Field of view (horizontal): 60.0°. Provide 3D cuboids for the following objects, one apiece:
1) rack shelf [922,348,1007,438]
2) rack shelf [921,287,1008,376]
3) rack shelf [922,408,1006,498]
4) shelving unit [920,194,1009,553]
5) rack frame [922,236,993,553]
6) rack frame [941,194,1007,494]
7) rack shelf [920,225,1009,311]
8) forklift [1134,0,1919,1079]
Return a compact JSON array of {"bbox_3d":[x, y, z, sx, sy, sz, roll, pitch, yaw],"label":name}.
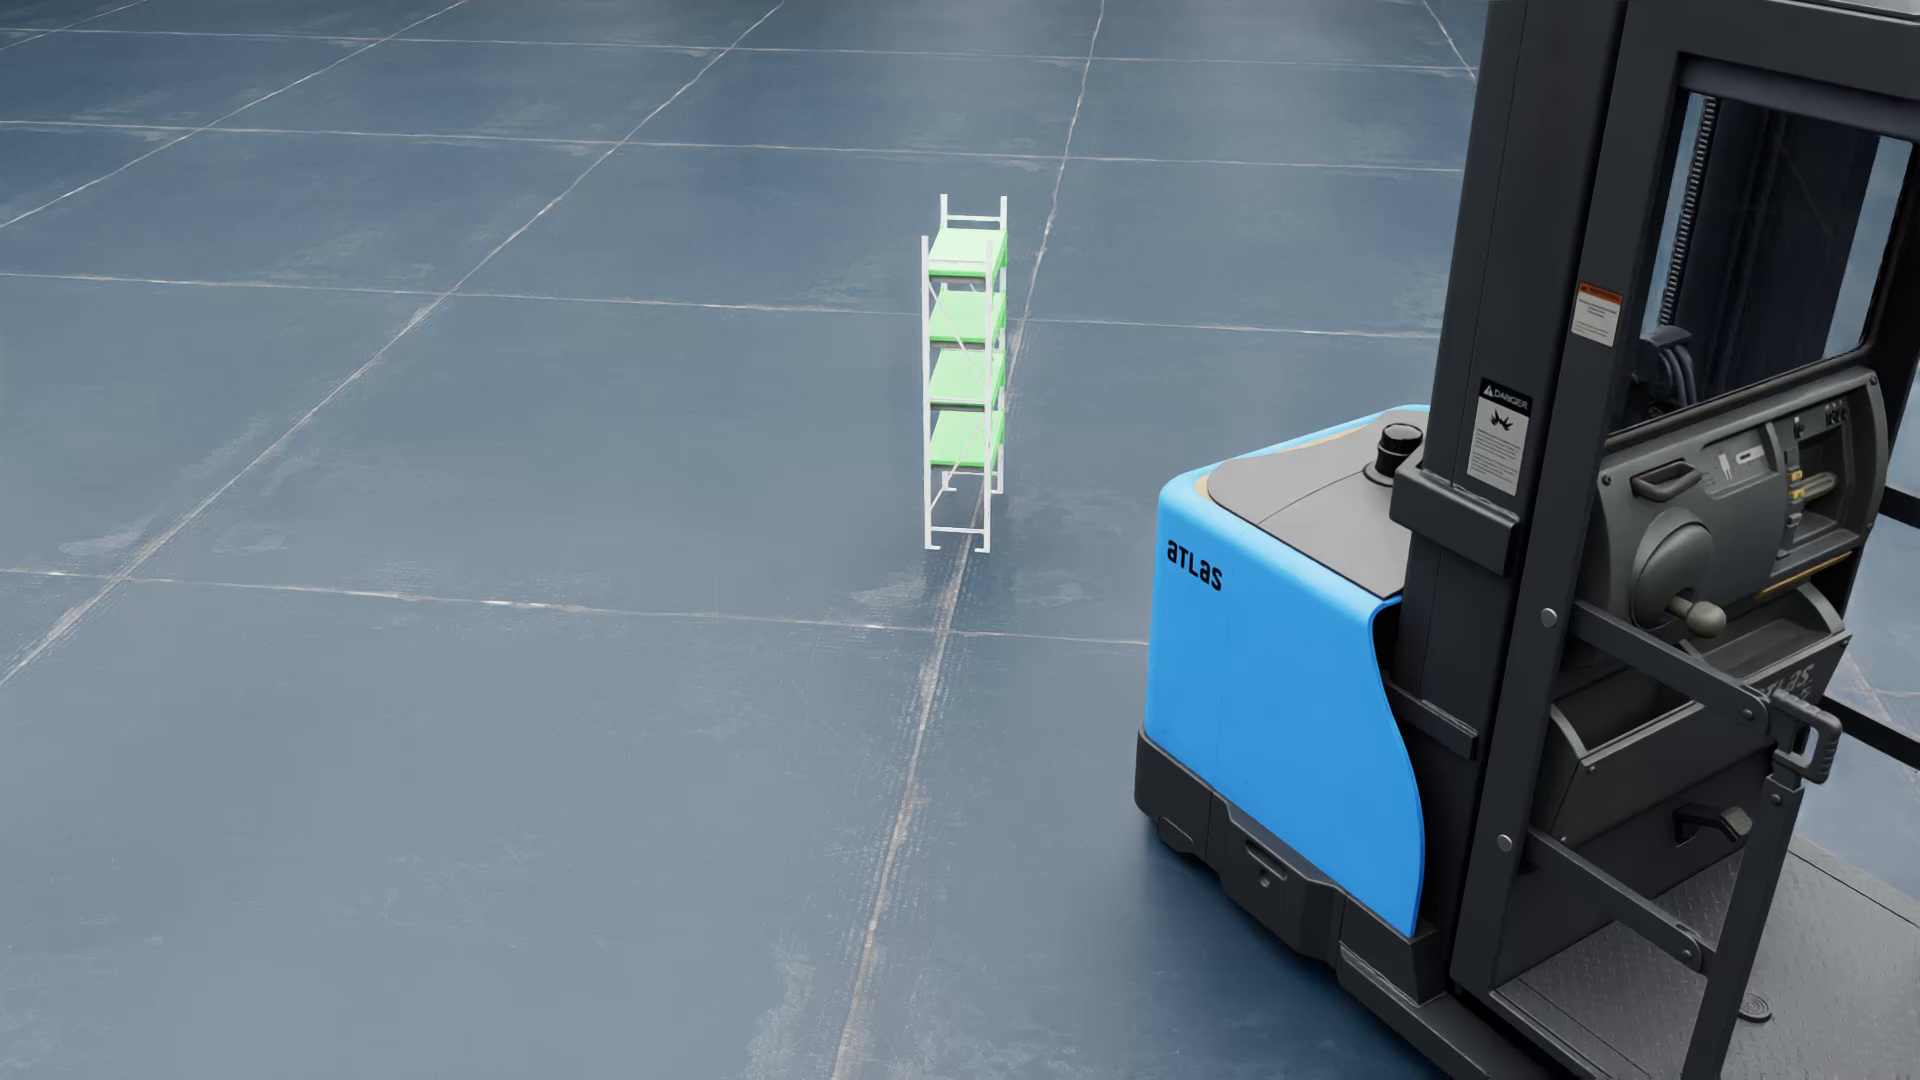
[{"bbox_3d":[0.020,-0.550,6.140,0.258,0.148,0.480,3,28,6],"label":"rack shelf"},{"bbox_3d":[0.020,-0.761,6.027,0.258,0.148,0.480,3,28,6],"label":"rack shelf"},{"bbox_3d":[0.020,-0.339,6.254,0.258,0.148,0.480,3,28,6],"label":"rack shelf"},{"bbox_3d":[0.020,-0.606,6.110,0.258,1.200,0.503,3,28,6],"label":"shelving unit"},{"bbox_3d":[-0.010,-0.491,5.897,0.240,1.200,0.015,3,28,6],"label":"rack frame"},{"bbox_3d":[0.050,-0.721,6.323,0.240,1.200,0.015,3,28,6],"label":"rack frame"},{"bbox_3d":[0.020,-0.972,5.913,0.258,0.148,0.480,3,28,6],"label":"rack shelf"},{"bbox_3d":[1.722,-0.041,3.236,1.130,2.935,3.031,-17,33,-29],"label":"forklift"}]
